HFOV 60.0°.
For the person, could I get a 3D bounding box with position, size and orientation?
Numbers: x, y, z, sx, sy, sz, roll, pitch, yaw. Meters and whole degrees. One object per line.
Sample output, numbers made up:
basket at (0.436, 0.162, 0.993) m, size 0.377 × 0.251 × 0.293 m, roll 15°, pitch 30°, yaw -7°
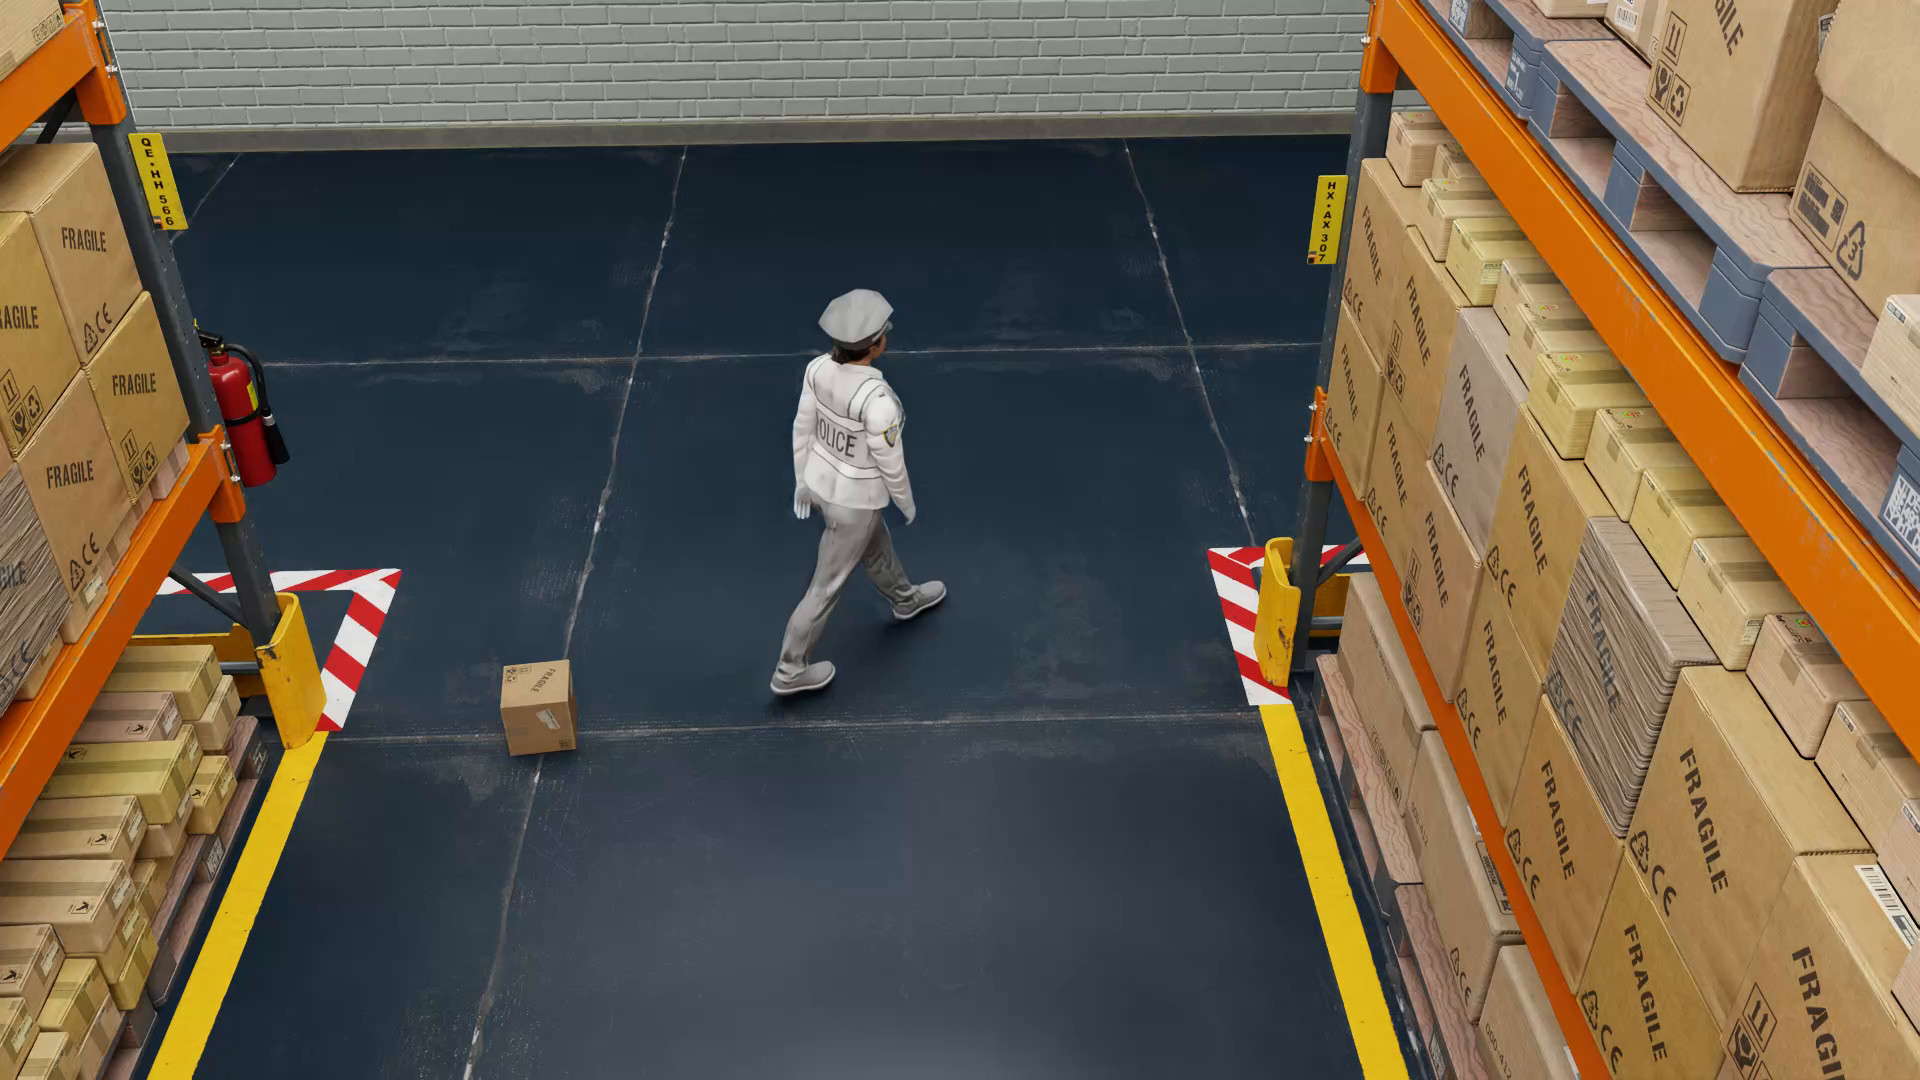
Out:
person at (-0.371, -0.205, 6.401) m, size 0.959 × 1.623 × 0.480 m, roll -22°, pitch 41°, yaw -28°
